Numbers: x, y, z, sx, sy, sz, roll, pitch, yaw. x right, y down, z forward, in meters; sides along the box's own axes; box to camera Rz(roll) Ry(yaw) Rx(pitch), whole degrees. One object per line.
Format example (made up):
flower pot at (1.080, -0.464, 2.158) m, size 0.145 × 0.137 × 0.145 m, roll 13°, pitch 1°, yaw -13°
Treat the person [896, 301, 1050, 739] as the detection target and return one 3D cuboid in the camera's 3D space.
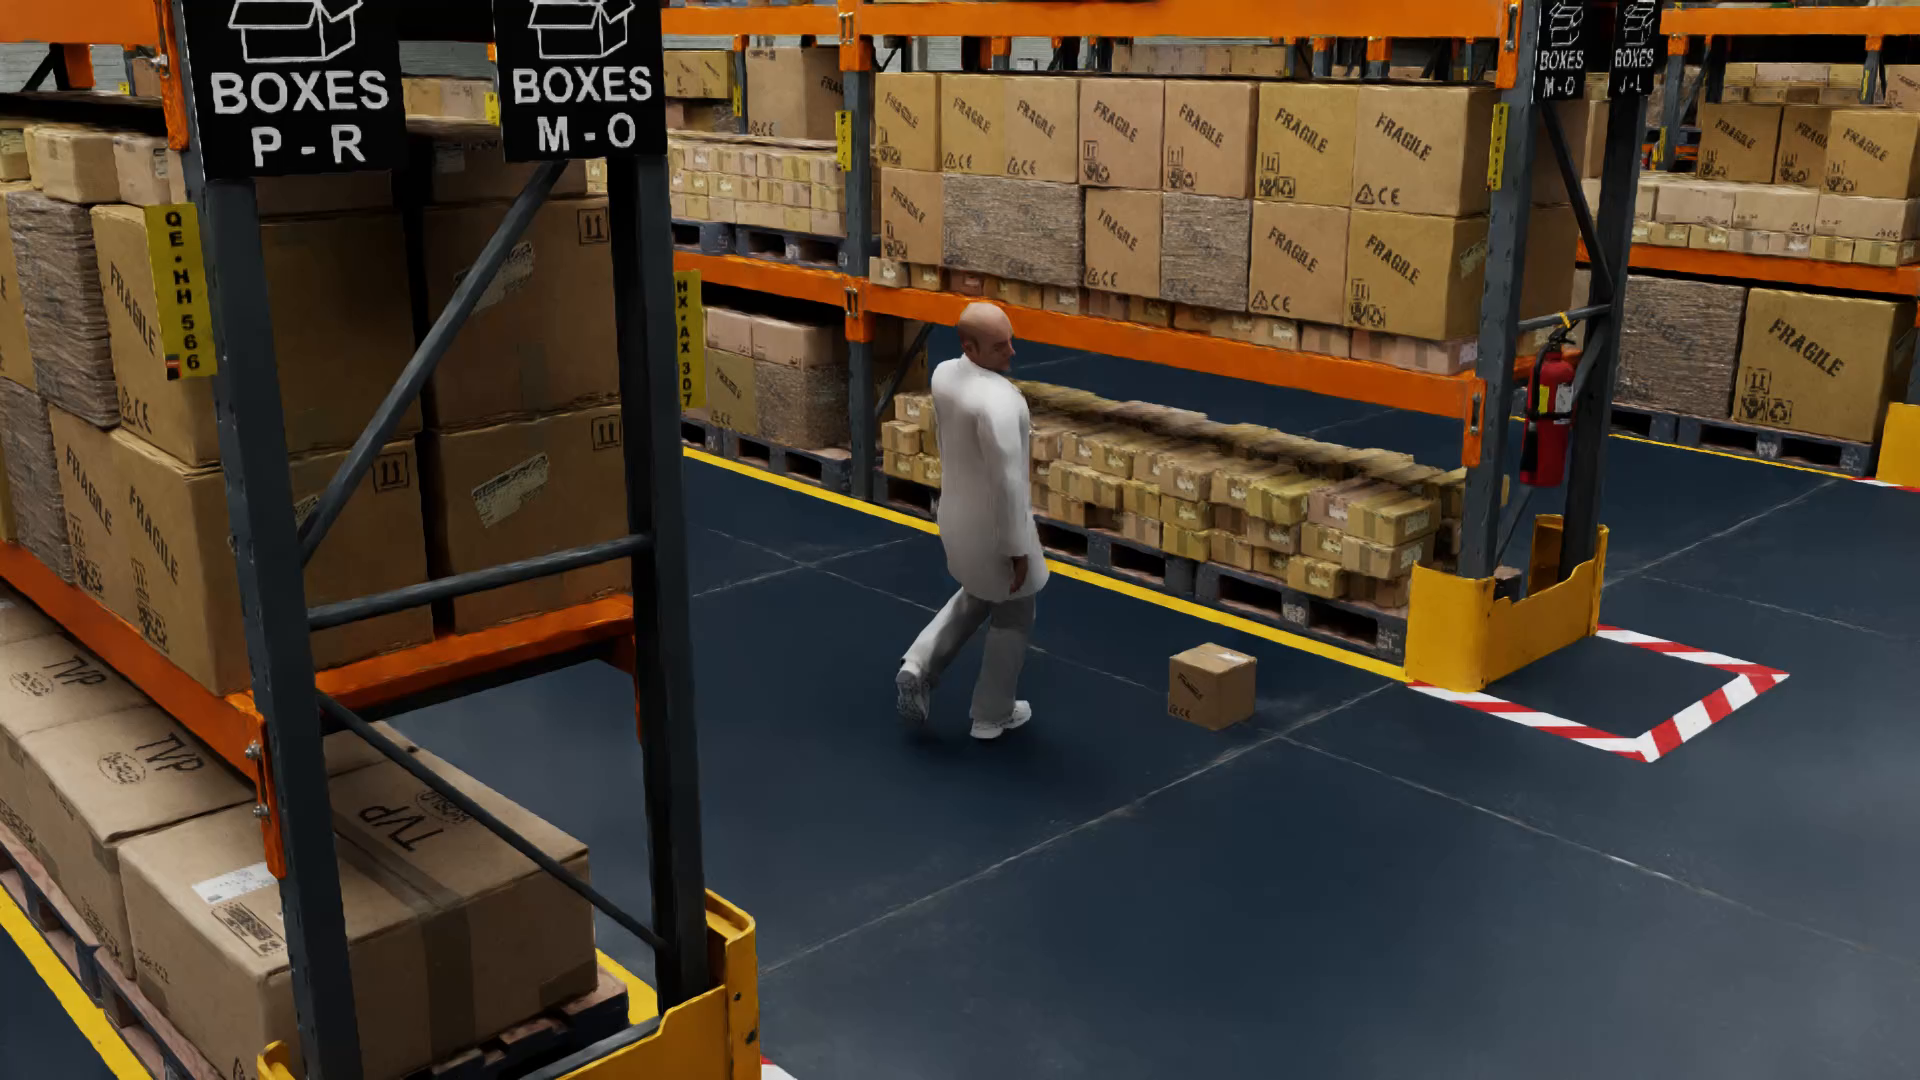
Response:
person at (0.293, -2.532, 14.339) m, size 10.683 × 1.728 × 14.178 m, roll -12°, pitch 21°, yaw -34°
